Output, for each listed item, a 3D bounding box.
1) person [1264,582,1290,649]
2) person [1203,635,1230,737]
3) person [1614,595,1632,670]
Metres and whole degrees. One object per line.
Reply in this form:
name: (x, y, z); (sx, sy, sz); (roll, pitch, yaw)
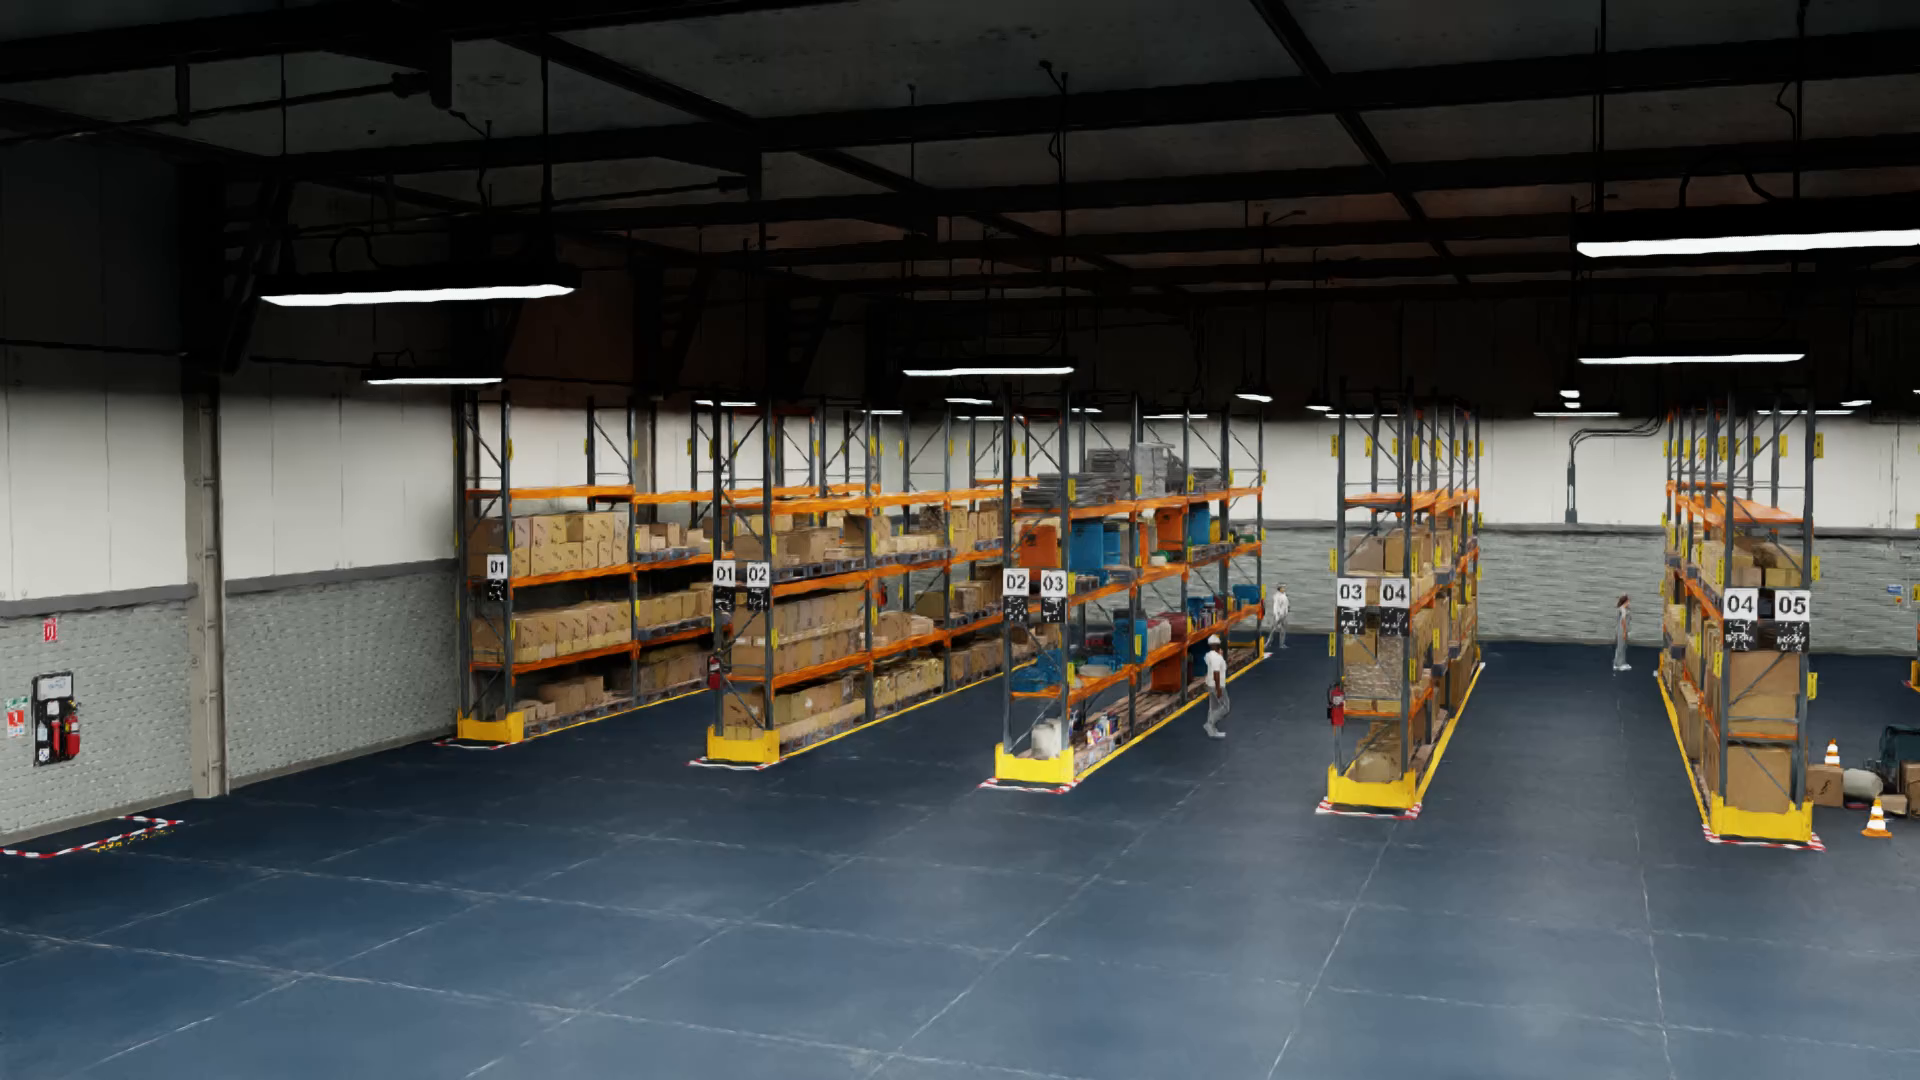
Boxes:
person: (7.927, 1.883, 41.626); (0.642, 1.670, 0.452); (-2, 4, -30)
person: (4.416, 2.532, 28.794); (0.457, 1.763, 0.609); (0, 3, -6)
person: (15.009, 2.078, 37.612); (0.402, 1.672, 0.506); (1, 3, 18)
